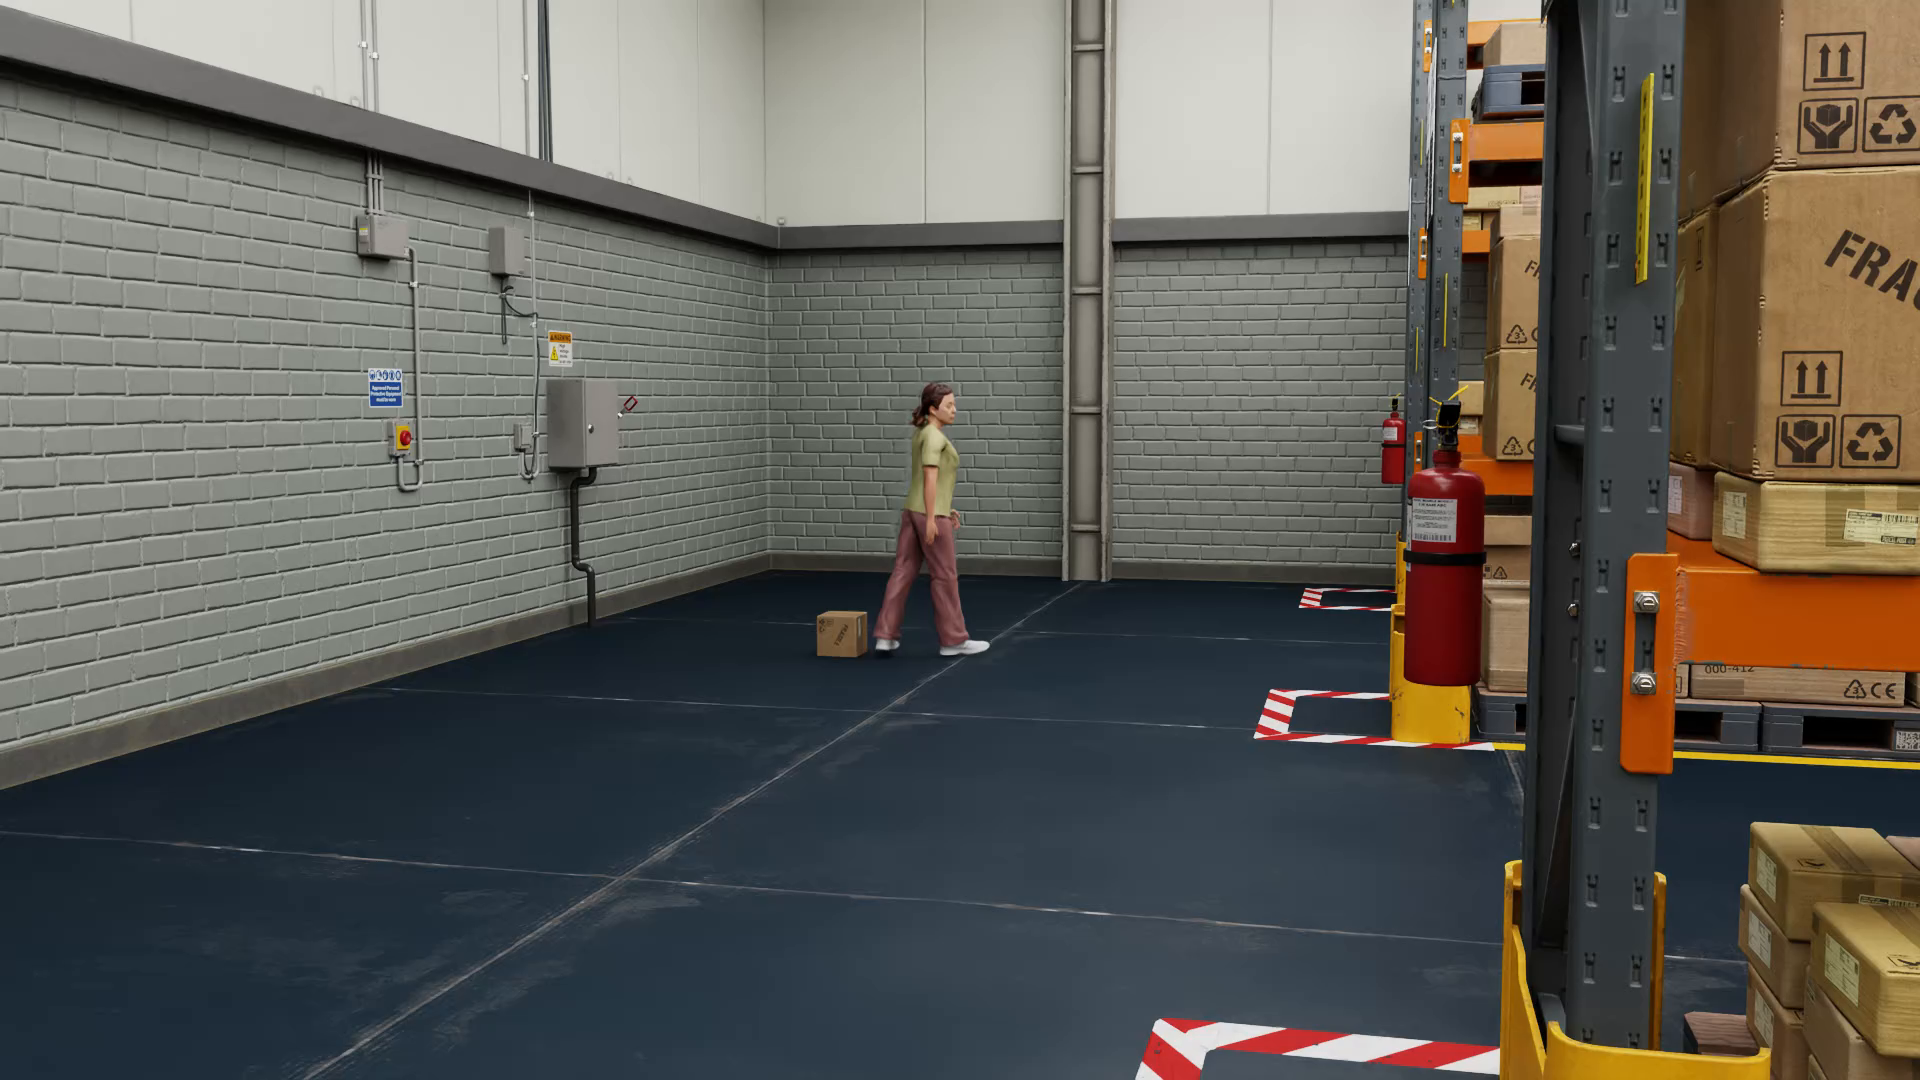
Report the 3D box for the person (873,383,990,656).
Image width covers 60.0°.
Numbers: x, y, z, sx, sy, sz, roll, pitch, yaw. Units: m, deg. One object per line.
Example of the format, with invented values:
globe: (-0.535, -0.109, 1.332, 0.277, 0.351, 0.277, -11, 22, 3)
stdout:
person: (-0.190, -0.126, 10.145, 0.701, 1.662, 0.481, -2, 5, -20)
